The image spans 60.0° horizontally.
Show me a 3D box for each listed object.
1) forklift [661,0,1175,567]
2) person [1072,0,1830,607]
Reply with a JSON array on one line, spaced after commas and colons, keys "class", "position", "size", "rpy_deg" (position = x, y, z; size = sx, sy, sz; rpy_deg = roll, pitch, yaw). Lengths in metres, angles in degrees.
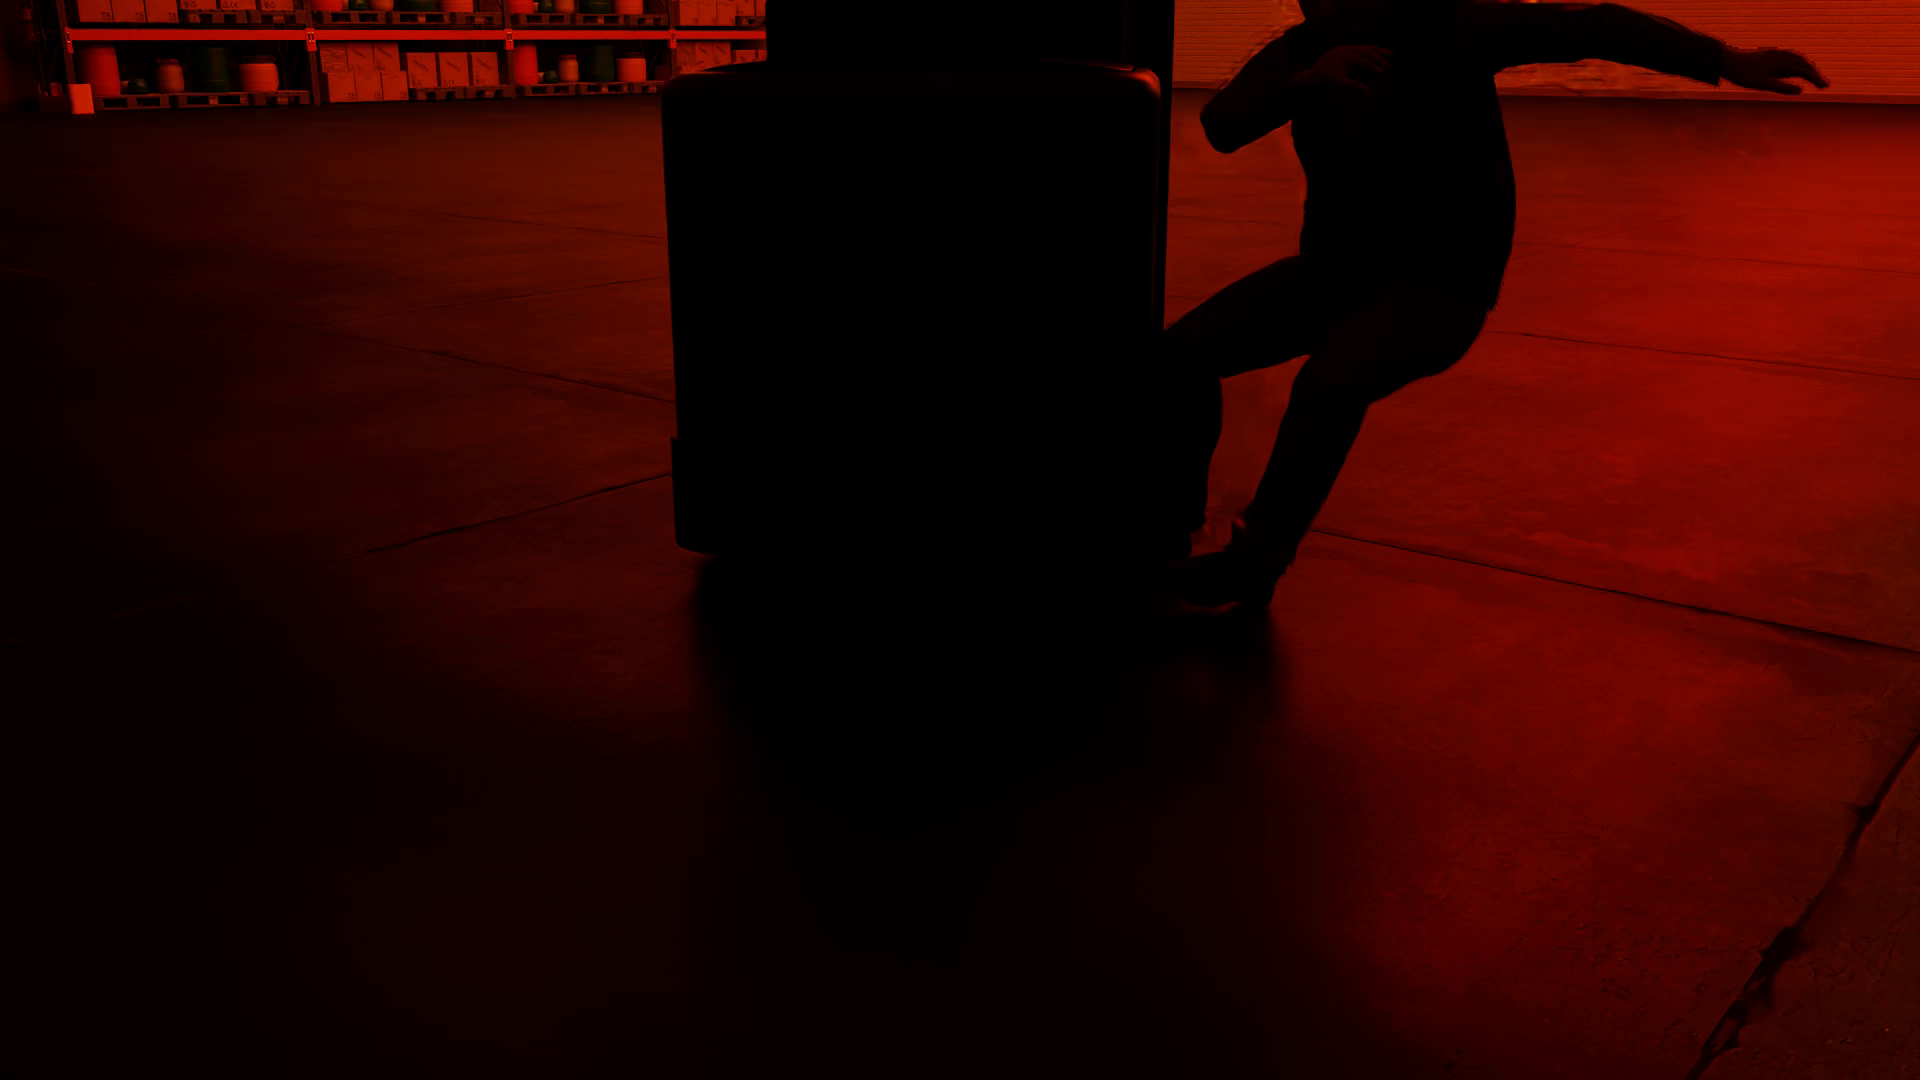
[{"class": "forklift", "position": [0.054, -1.726, 4.583], "size": [1.130, 2.935, 3.031], "rpy_deg": [2, 17, 6]}, {"class": "person", "position": [0.897, -0.519, 3.331], "size": [1.278, 1.406, 0.839], "rpy_deg": [13, 21, 37]}]
